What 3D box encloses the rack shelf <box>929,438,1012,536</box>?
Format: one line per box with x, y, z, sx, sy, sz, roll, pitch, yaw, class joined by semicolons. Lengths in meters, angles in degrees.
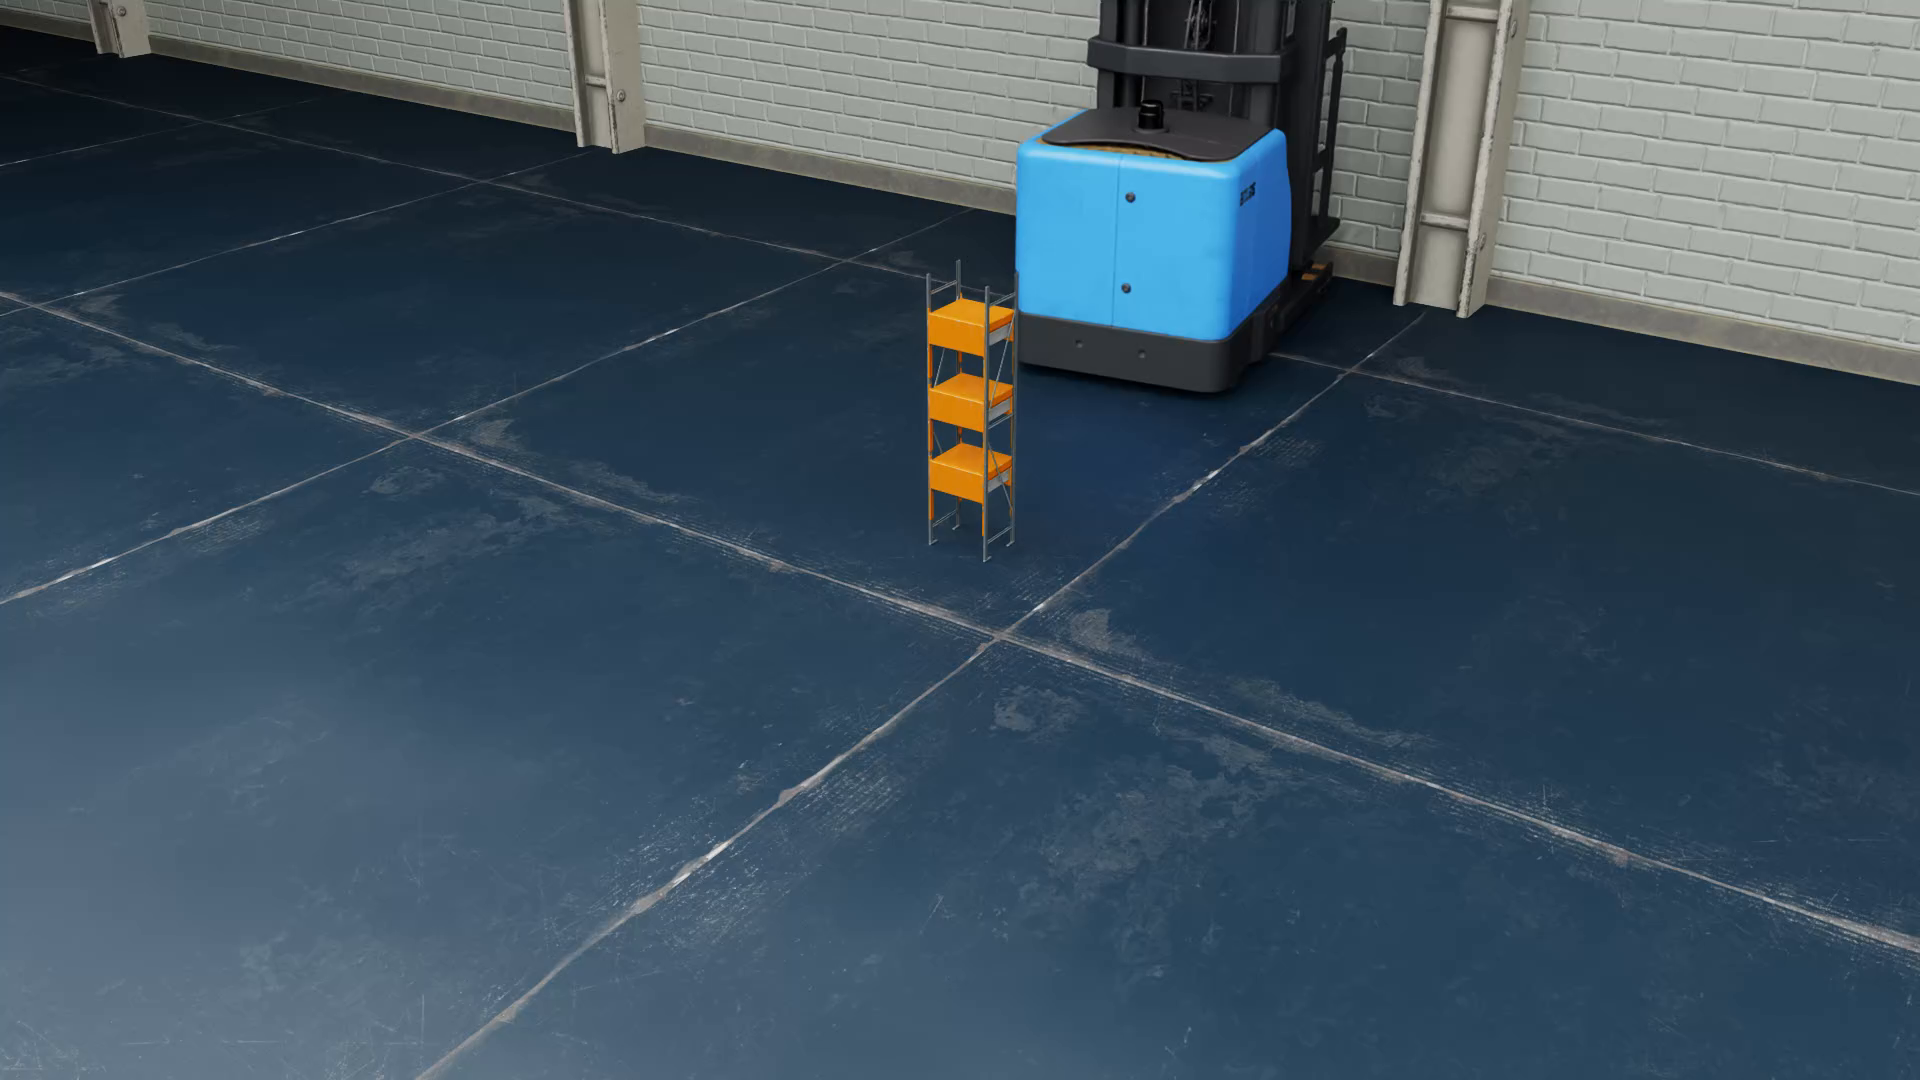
0.044;-0.197;6.116;0.240;0.259;0.215;17;32;30;rack shelf

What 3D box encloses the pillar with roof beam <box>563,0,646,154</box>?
-4.881;-5.179;6.505;0.400;9.000;9.100;17;32;30;pillar with roof beam

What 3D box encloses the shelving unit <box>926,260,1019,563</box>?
0.044;-0.454;5.985;0.252;1.050;0.215;17;32;30;shelving unit

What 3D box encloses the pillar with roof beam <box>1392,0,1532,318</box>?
0.065;-3.638;3.477;0.400;9.000;9.100;17;32;30;pillar with roof beam

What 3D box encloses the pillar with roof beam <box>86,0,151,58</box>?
-9.826;-6.720;9.532;0.400;9.000;9.100;17;32;30;pillar with roof beam

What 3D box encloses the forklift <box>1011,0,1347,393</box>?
1.325;-2.601;8.129;1.130;2.935;3.031;12;29;22;forklift

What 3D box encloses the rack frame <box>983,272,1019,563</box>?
0.145;-0.423;5.923;0.008;1.050;0.200;17;32;30;rack frame

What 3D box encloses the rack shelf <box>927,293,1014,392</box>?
0.044;-0.698;5.861;0.240;0.259;0.215;17;32;30;rack shelf

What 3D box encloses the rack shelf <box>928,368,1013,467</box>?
0.044;-0.445;5.990;0.240;0.259;0.215;17;32;30;rack shelf

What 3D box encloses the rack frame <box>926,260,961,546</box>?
-0.056;-0.485;6.046;0.008;1.050;0.200;17;32;30;rack frame
